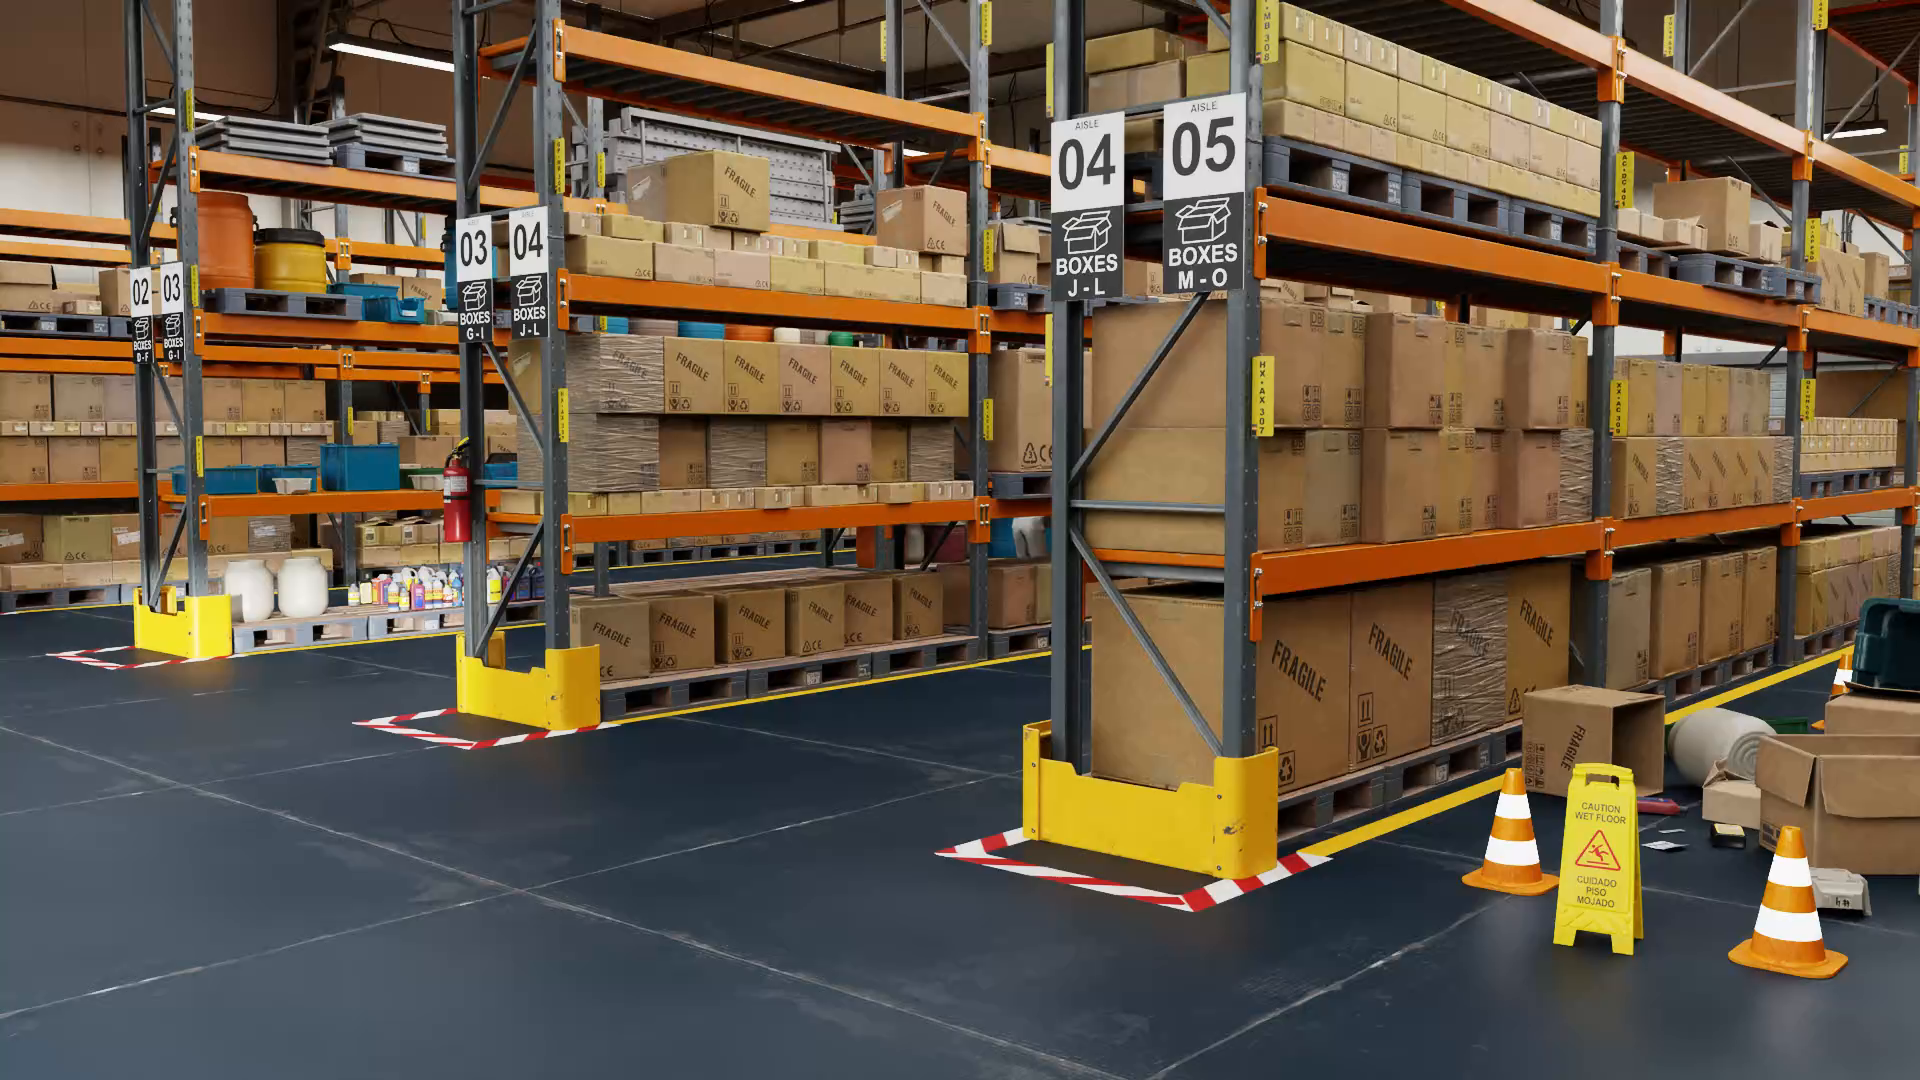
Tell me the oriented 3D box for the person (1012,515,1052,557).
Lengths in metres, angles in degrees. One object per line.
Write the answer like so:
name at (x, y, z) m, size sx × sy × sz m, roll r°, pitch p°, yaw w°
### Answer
person at (0.731, -0.069, 16.641) m, size 0.436 × 1.663 × 0.553 m, roll 3°, pitch 5°, yaw 42°
